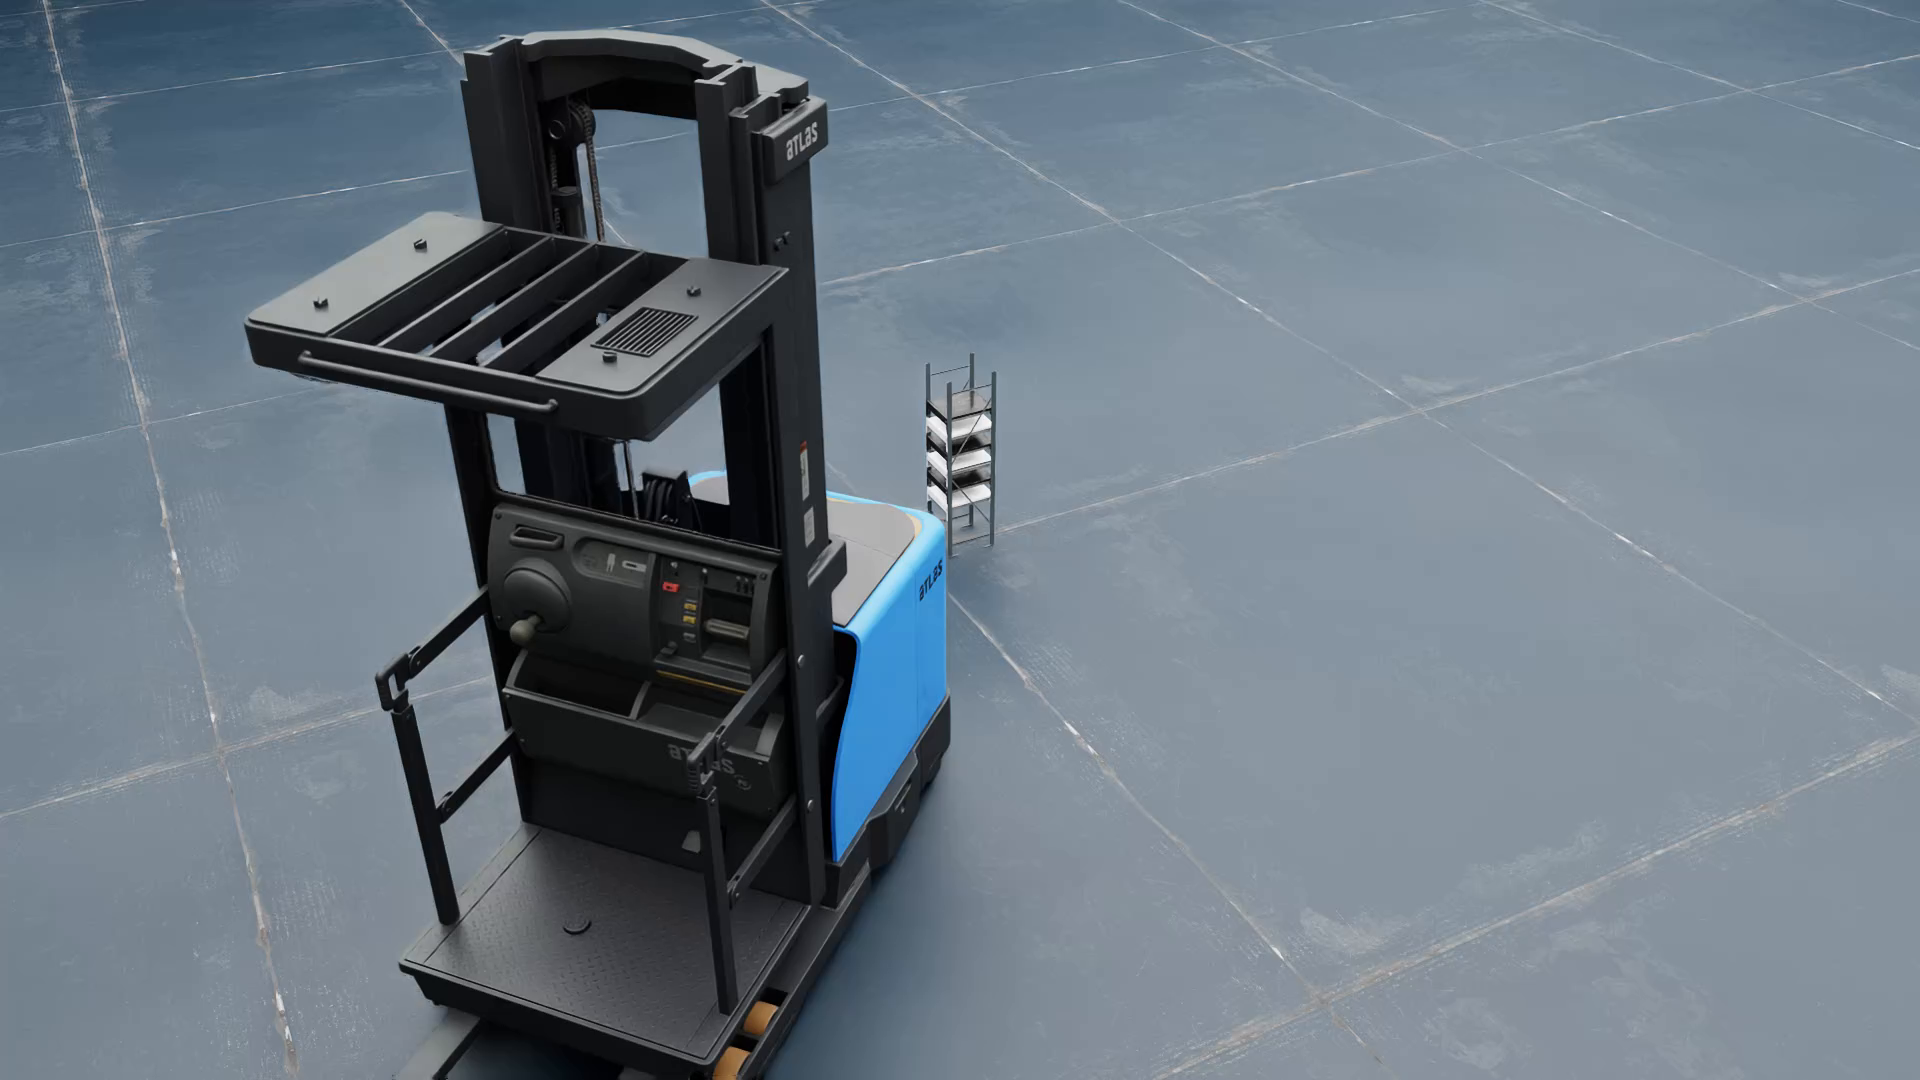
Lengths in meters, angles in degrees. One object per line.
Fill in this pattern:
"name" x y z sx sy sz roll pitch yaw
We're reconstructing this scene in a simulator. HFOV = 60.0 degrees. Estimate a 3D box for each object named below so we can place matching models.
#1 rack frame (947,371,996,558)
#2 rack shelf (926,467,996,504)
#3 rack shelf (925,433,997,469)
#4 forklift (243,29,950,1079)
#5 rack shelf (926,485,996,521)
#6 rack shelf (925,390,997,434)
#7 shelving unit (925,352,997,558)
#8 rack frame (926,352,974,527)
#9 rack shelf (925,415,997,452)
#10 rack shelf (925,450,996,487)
"rack frame" 0.051 -0.327 7.425 0.240 0.900 0.006 -16 36 -23
"rack shelf" 0.004 -0.271 7.568 0.258 0.077 0.200 -16 36 -23
"rack shelf" 0.004 -0.423 7.471 0.258 0.077 0.200 -16 36 -23
"forklift" -1.047 0.223 4.685 1.130 2.935 3.031 12 35 18
"rack shelf" 0.004 -0.195 7.616 0.258 0.077 0.200 -16 36 -23
"rack shelf" 0.004 -0.574 7.374 0.258 0.077 0.200 -16 36 -23
"shelving unit" 0.004 -0.375 7.501 0.258 0.900 0.210 -16 36 -23
"rack frame" -0.044 -0.424 7.577 0.240 0.900 0.006 -16 36 -23
"rack shelf" 0.004 -0.499 7.422 0.258 0.077 0.200 -16 36 -23
"rack shelf" 0.004 -0.347 7.519 0.258 0.077 0.200 -16 36 -23
